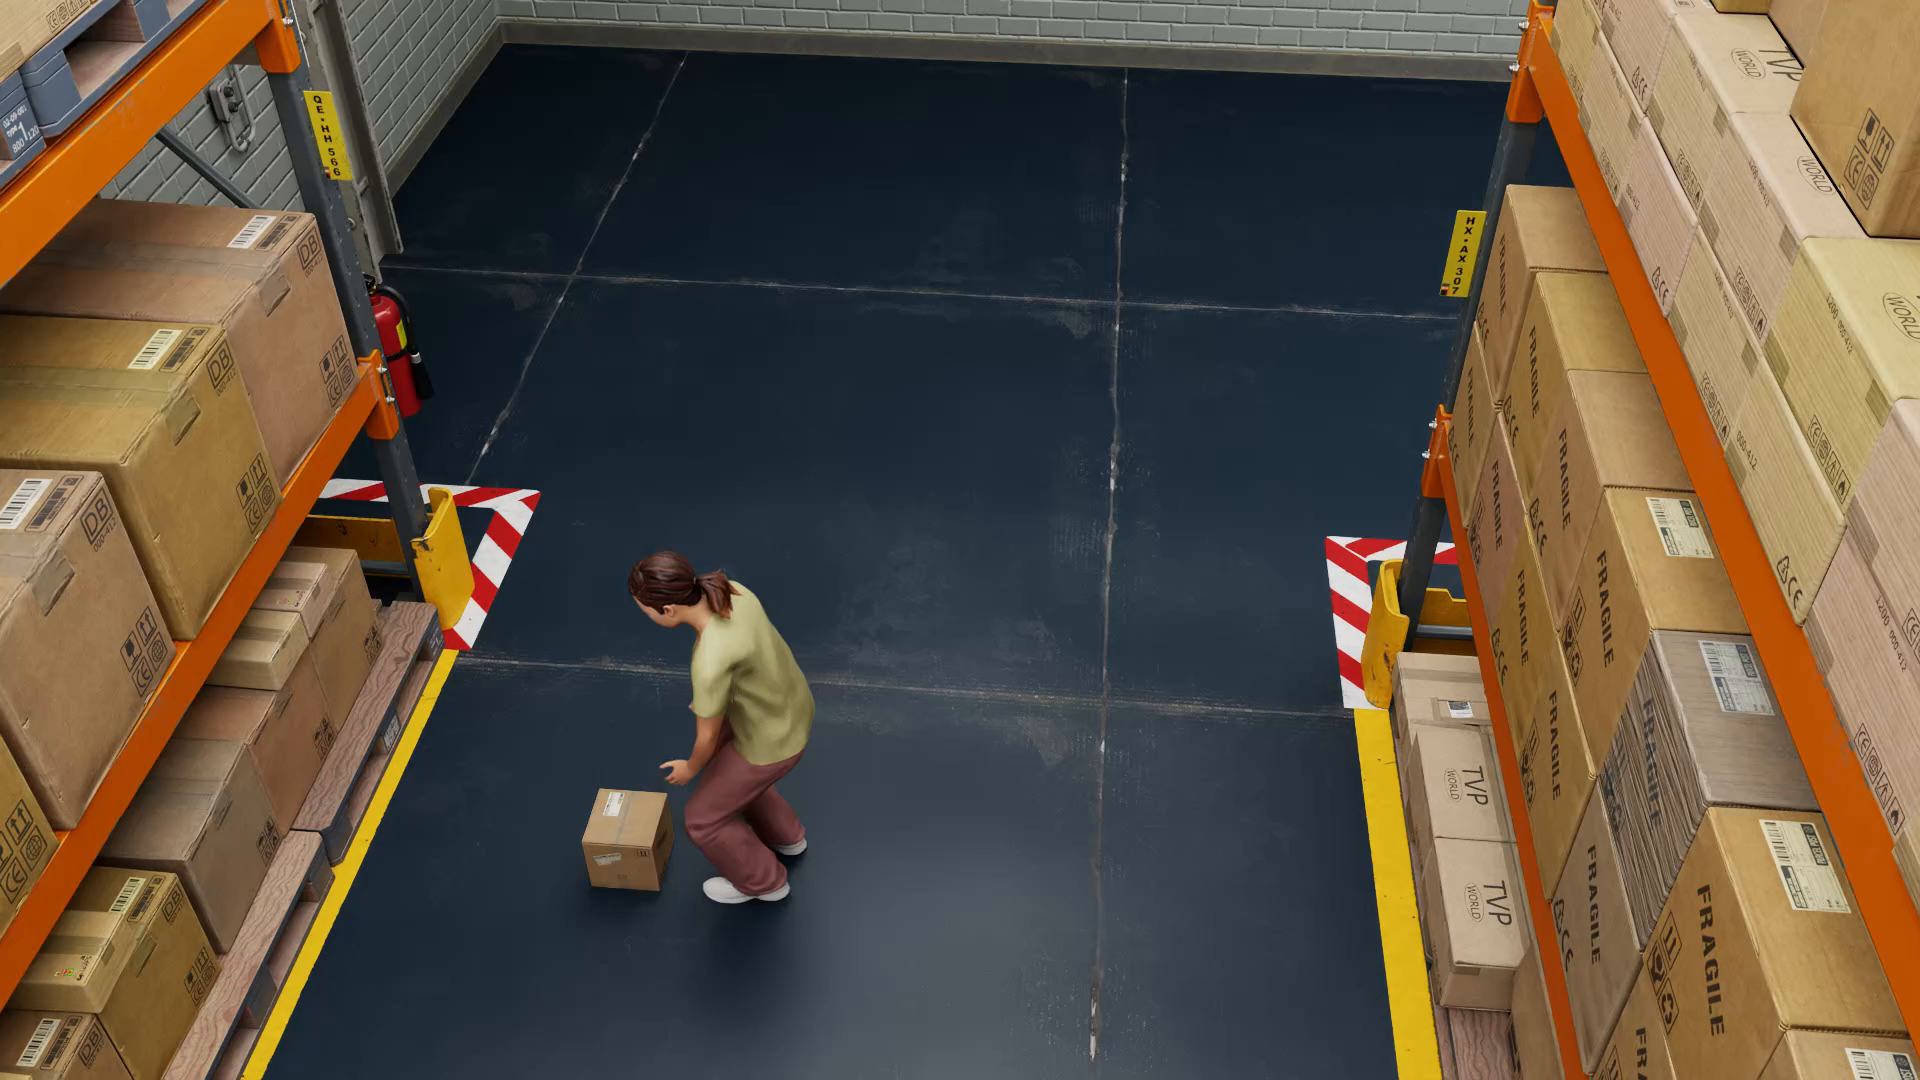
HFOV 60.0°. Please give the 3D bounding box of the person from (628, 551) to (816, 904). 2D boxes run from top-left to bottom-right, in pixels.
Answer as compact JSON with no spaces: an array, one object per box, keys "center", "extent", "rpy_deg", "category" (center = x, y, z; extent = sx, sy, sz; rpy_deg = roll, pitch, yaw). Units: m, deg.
[{"center":[-0.757,0.639,5.533],"extent":[0.533,1.515,0.498],"rpy_deg":[4,40,4],"category":"person"}]
